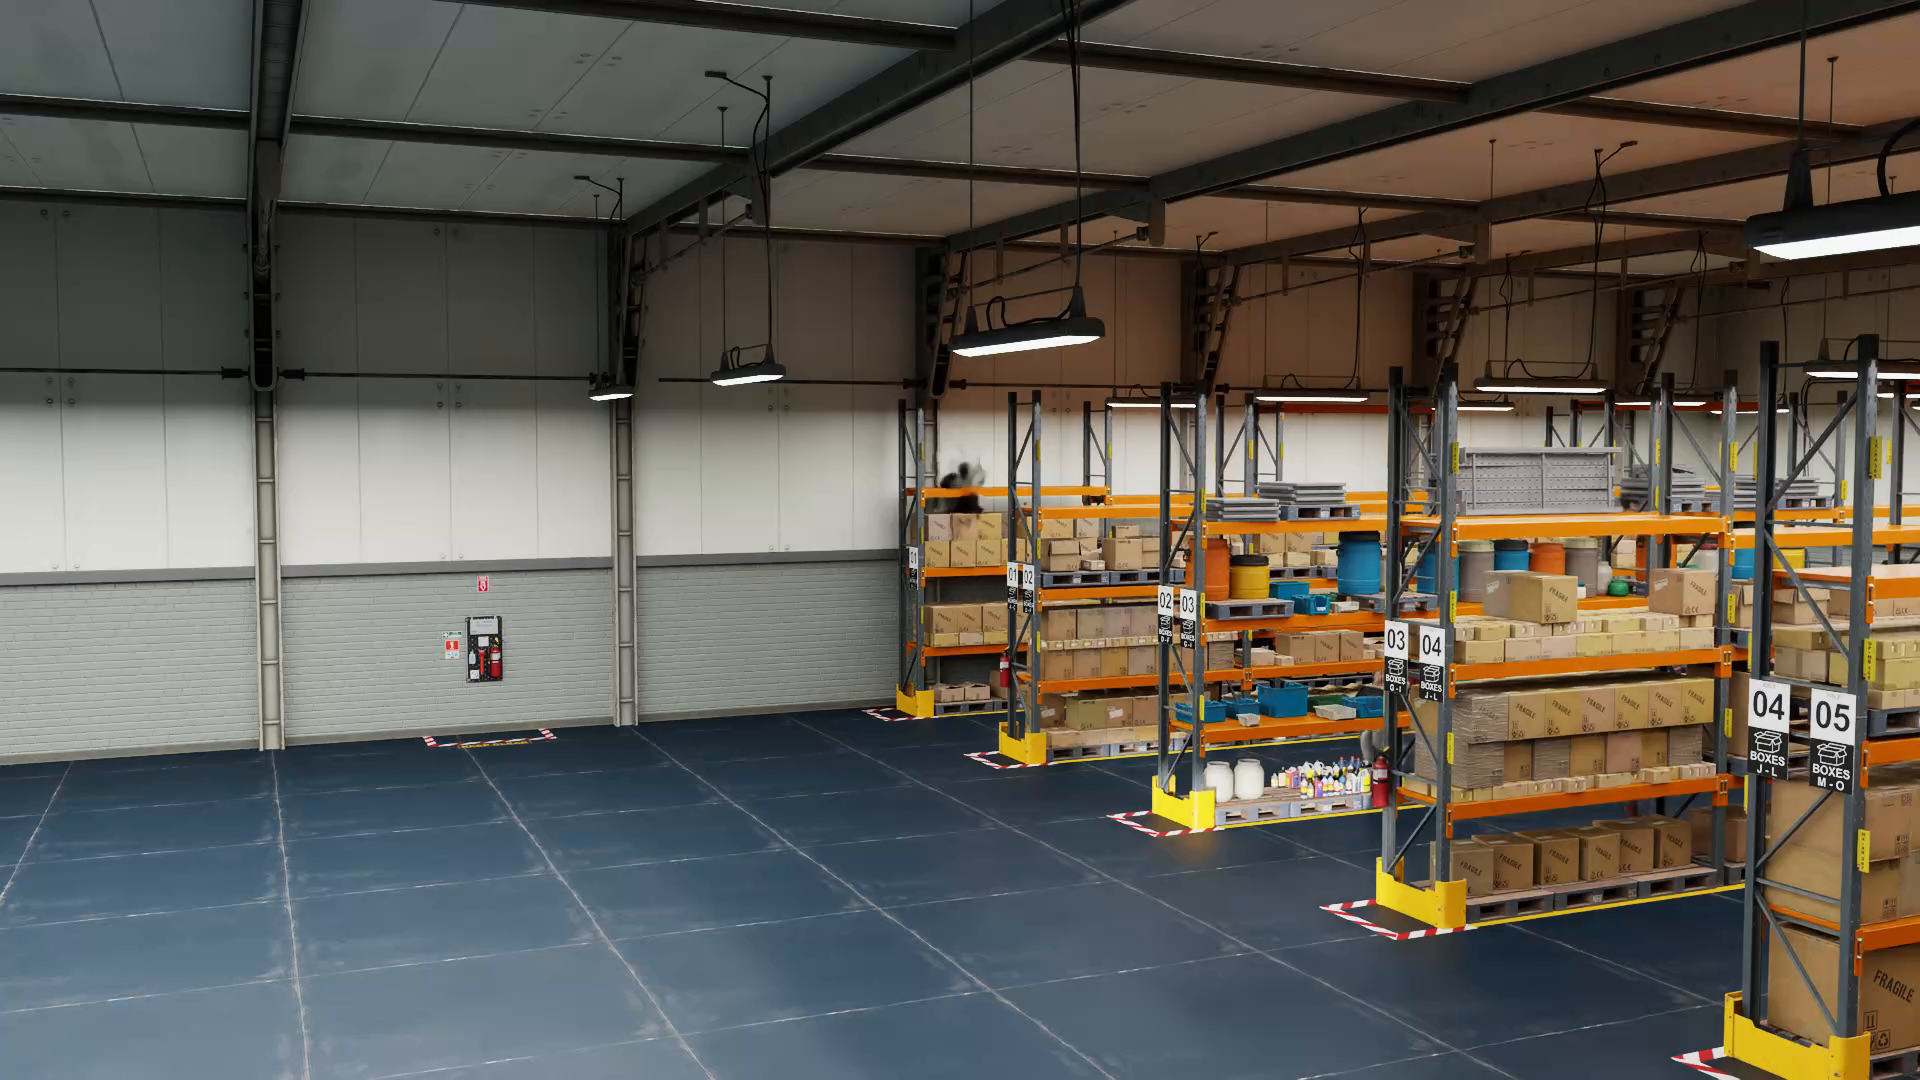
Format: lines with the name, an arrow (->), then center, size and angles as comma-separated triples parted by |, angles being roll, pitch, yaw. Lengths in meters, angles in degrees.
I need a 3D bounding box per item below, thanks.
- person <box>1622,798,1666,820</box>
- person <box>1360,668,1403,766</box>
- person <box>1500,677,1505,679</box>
person -> 8.914, 3.066, 21.558 | 0.723, 1.720, 0.543 | -2, 4, -32
person -> 6.566, 2.827, 26.039 | 0.753, 1.617, 0.571 | -1, 4, -23
person -> 9.381, 2.643, 28.135 | 0.730, 1.745, 0.683 | -2, 4, -27
